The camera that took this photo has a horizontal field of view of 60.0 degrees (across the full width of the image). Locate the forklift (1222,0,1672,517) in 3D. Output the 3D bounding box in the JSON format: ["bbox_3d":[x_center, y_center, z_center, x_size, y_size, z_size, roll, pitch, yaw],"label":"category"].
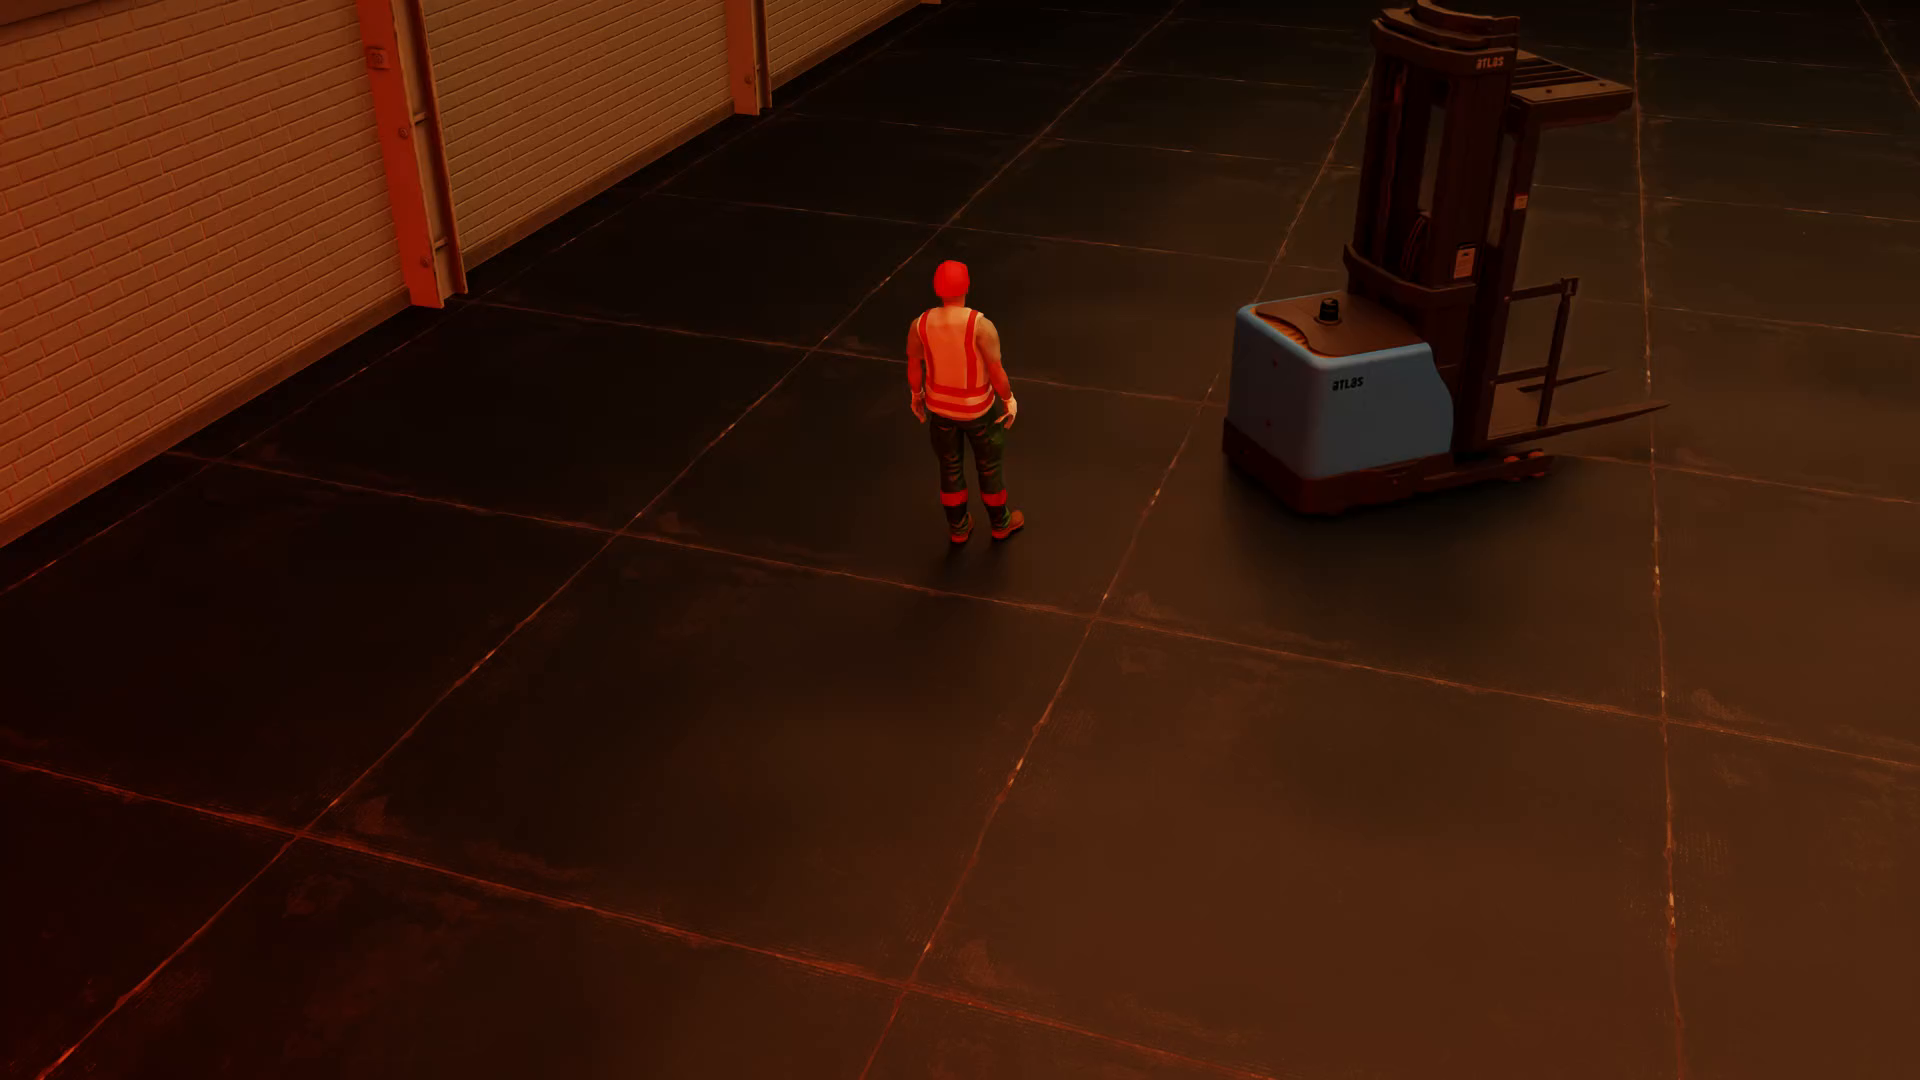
[{"bbox_3d":[3.300,-1.877,10.430,3.031,2.935,1.130,-11,32,-19],"label":"forklift"}]

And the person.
[{"bbox_3d":[0.036,-0.819,9.713,0.638,1.789,0.562,10,31,16],"label":"person"}]
